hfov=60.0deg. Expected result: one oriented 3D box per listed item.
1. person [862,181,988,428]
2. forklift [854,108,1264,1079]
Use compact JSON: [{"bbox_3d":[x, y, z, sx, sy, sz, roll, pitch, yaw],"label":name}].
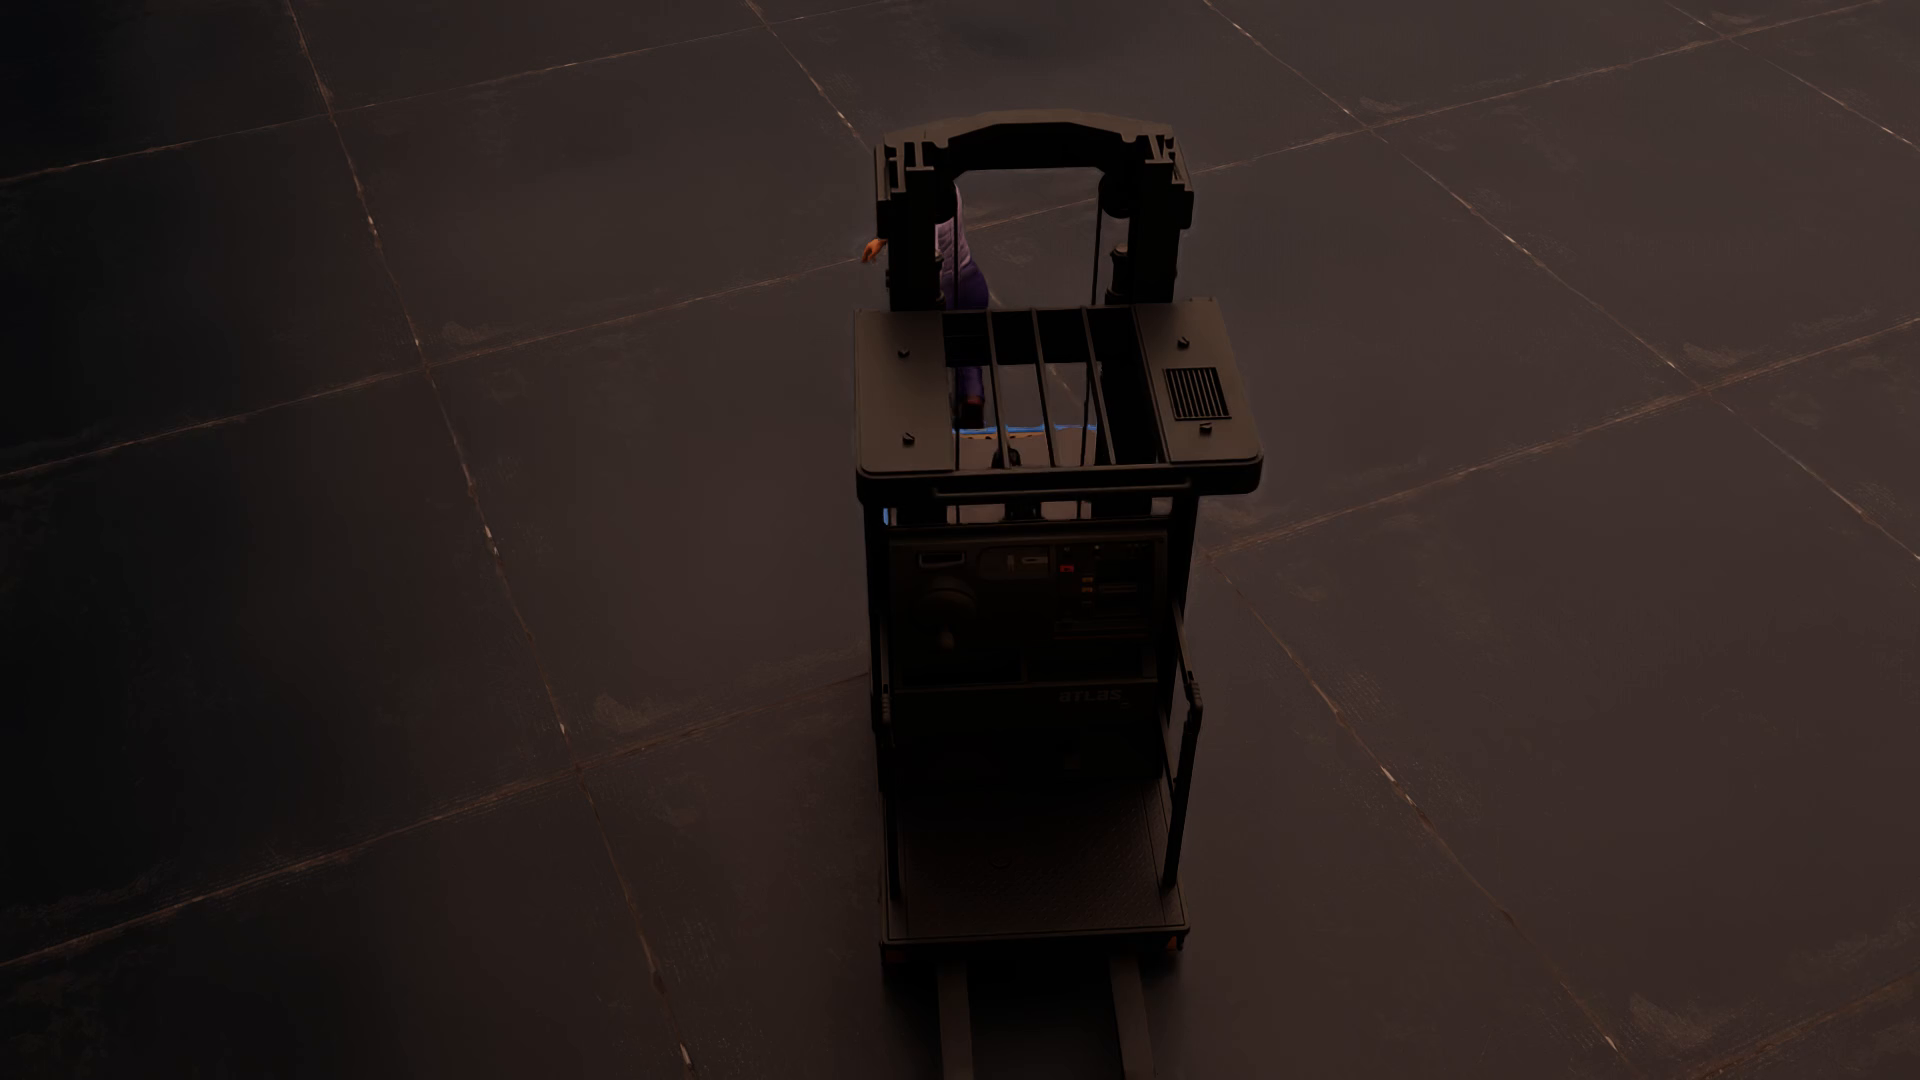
[{"bbox_3d":[-0.140,-1.197,8.109,0.593,1.428,0.861,-24,48,-24],"label":"person"},{"bbox_3d":[0.243,0.255,5.407,1.130,2.935,3.031,-2,43,-2],"label":"forklift"}]
